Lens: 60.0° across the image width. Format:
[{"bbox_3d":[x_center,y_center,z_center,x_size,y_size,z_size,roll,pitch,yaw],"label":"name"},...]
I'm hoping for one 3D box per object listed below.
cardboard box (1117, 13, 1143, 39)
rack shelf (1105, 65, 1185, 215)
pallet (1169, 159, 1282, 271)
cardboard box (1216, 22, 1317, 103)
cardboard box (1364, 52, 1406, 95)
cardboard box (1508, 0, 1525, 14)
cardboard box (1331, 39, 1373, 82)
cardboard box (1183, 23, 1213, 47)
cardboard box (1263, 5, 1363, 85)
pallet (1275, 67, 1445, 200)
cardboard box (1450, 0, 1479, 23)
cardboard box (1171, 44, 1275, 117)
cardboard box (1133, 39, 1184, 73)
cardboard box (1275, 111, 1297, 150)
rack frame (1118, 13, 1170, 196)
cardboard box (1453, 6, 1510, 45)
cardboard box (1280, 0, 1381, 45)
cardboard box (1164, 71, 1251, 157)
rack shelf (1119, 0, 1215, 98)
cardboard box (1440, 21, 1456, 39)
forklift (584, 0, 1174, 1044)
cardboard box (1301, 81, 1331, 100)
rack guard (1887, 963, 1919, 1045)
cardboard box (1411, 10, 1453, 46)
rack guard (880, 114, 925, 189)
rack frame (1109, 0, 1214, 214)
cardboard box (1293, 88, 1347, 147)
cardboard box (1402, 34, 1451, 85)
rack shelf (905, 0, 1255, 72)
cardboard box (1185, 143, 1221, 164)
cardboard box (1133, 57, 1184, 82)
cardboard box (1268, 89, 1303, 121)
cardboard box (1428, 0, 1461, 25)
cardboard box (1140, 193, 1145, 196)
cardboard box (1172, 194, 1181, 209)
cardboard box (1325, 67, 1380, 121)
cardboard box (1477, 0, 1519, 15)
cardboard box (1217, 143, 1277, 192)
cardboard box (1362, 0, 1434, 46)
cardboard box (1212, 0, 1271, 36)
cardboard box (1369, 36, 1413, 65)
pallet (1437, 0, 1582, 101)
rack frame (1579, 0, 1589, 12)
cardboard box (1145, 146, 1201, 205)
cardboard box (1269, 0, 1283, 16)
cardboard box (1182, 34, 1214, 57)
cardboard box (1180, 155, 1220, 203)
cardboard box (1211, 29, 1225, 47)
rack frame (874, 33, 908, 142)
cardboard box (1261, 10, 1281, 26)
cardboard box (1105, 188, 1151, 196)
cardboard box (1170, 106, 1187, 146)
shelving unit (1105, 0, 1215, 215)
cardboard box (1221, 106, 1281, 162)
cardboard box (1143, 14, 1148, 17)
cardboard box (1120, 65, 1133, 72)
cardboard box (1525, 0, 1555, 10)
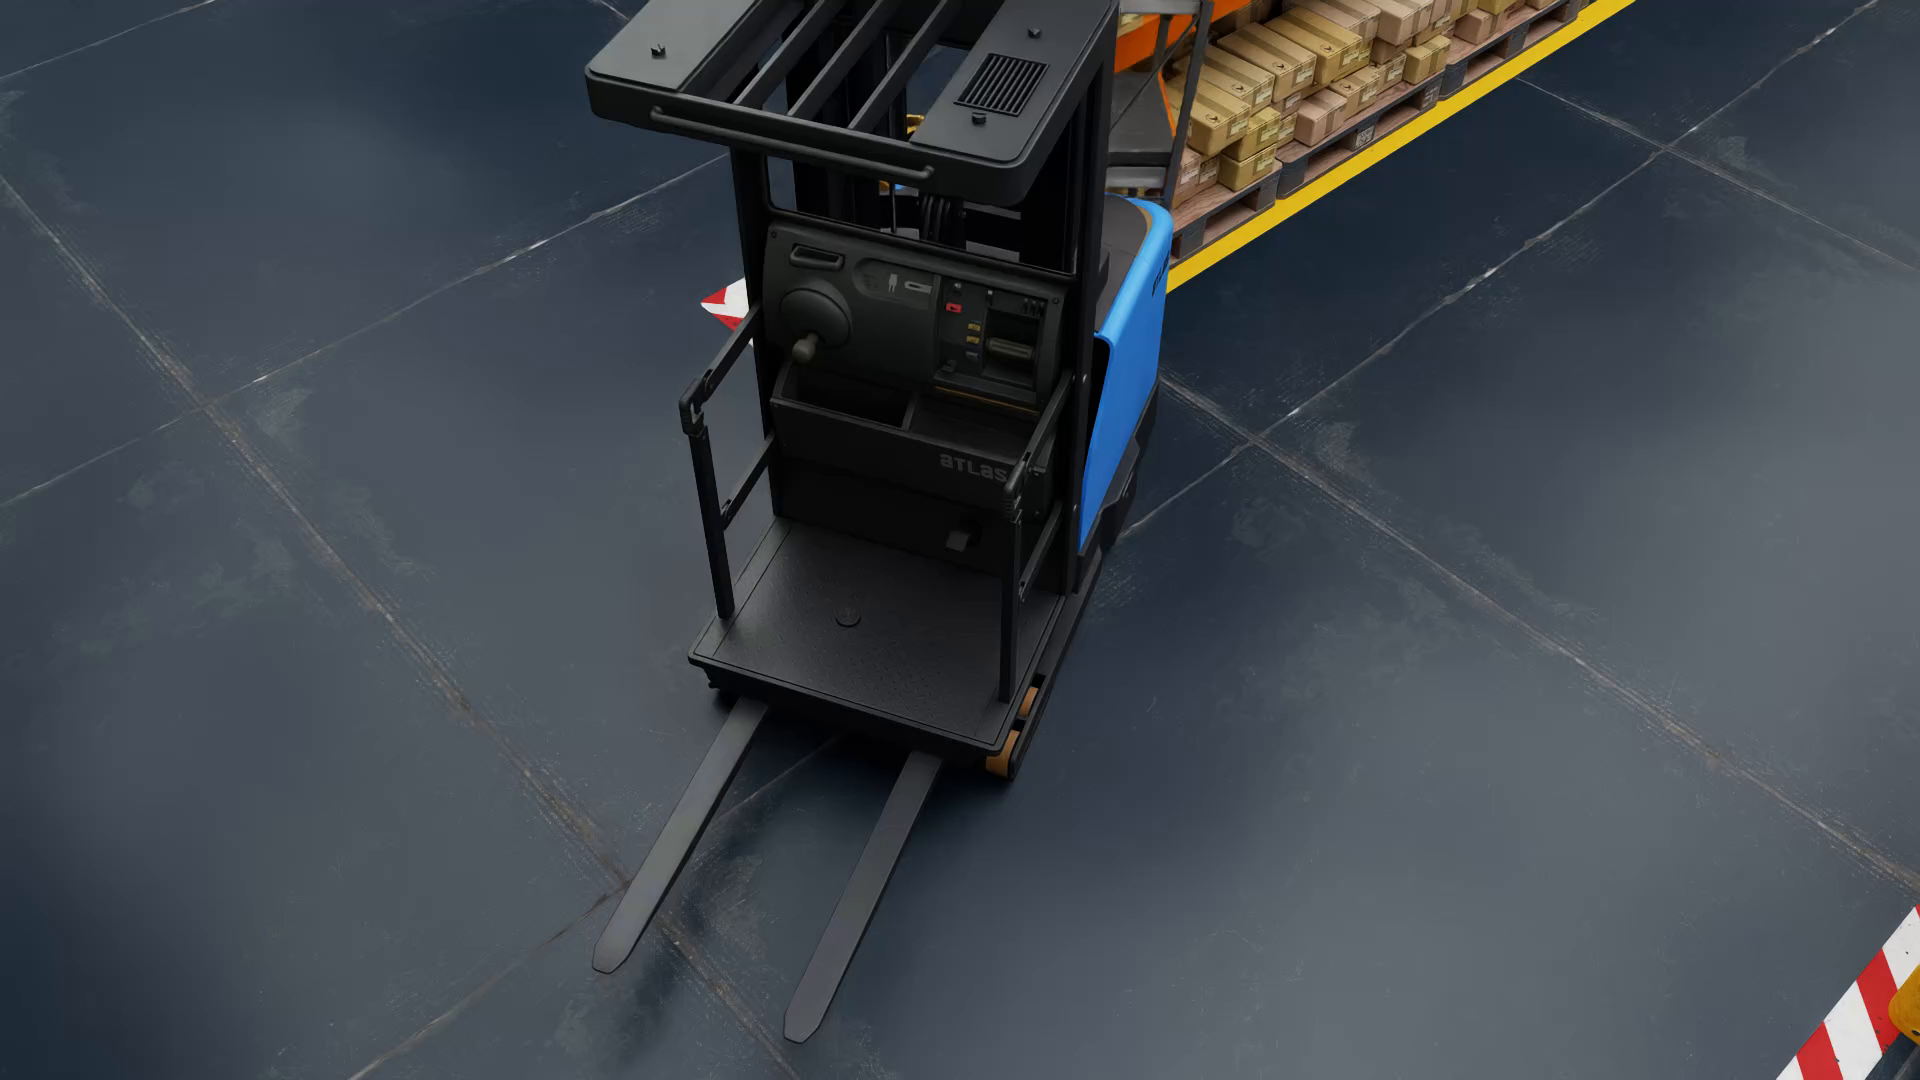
[{"bbox_3d":[0.470,-2.024,6.248,0.250,0.149,0.380,-34,56,-27],"label":"cardboard box"},{"bbox_3d":[0.539,-1.389,6.090,0.431,0.518,0.480,-1,50,-6],"label":"rack shelf"},{"bbox_3d":[0.691,-1.602,7.585,1.213,0.211,1.003,-34,56,-27],"label":"pallet"},{"bbox_3d":[1.361,-2.136,7.429,0.250,0.149,0.380,-32,55,-26],"label":"cardboard box"},{"bbox_3d":[1.904,-2.298,7.983,0.250,0.149,0.380,-33,55,-27],"label":"cardboard box"},{"bbox_3d":[2.660,-2.819,8.464,0.250,0.149,0.380,-32,55,-26],"label":"cardboard box"},{"bbox_3d":[1.707,-2.333,7.813,0.250,0.149,0.380,-31,55,-26],"label":"cardboard box"},{"bbox_3d":[0.957,-2.451,7.720,0.250,0.149,0.380,-32,55,-26],"label":"cardboard box"},{"bbox_3d":[1.586,-2.241,7.526,0.250,0.149,0.380,-33,55,-27],"label":"cardboard box"},{"bbox_3d":[1.593,-2.202,8.138,1.213,0.211,1.003,-34,56,-27],"label":"pallet"},{"bbox_3d":[2.320,-2.700,8.152,0.250,0.149,0.380,-33,55,-27],"label":"cardboard box"},{"bbox_3d":[1.149,-2.004,7.307,0.380,0.149,0.250,36,57,29],"label":"cardboard box"},{"bbox_3d":[0.796,-2.288,7.570,0.250,0.149,0.380,-36,57,-28],"label":"cardboard box"},{"bbox_3d":[1.318,-1.933,7.647,0.250,0.149,0.380,-34,56,-27],"label":"cardboard box"},{"bbox_3d":[0.521,-1.585,6.235,0.400,2.100,0.015,-1,50,-6],"label":"rack frame"},{"bbox_3d":[2.508,-2.653,8.311,0.250,0.149,0.380,-36,57,-28],"label":"cardboard box"},{"bbox_3d":[1.708,-2.417,7.689,0.250,0.149,0.380,-34,56,-27],"label":"cardboard box"},{"bbox_3d":[1.022,-1.836,7.152,0.250,0.149,0.380,-34,56,-27],"label":"cardboard box"},{"bbox_3d":[0.588,-1.837,5.555,0.431,0.518,0.480,-1,50,-6],"label":"rack shelf"},{"bbox_3d":[2.231,-2.589,8.252,0.250,0.149,0.380,-35,56,-28],"label":"cardboard box"},{"bbox_3d":[-0.221,-0.561,4.773,1.130,2.935,3.031,15,49,14],"label":"forklift"},{"bbox_3d":[1.500,-2.205,7.695,0.250,0.149,0.380,-31,54,-25],"label":"cardboard box"},{"bbox_3d":[3.254,1.479,4.545,0.348,0.500,1.175,-34,56,-27],"label":"rack guard"},{"bbox_3d":[2.145,-2.563,8.026,0.250,0.149,0.380,-32,55,-26],"label":"cardboard box"},{"bbox_3d":[0.066,-1.318,7.126,0.348,0.500,1.175,-34,56,-27],"label":"rack guard"},{"bbox_3d":[0.558,-1.210,5.924,0.400,2.100,0.015,-1,50,-6],"label":"rack frame"},{"bbox_3d":[1.561,-2.009,7.717,0.380,0.149,0.250,36,57,29],"label":"cardboard box"},{"bbox_3d":[2.143,-2.390,8.068,0.250,0.149,0.380,-34,56,-27],"label":"cardboard box"},{"bbox_3d":[1.489,-2.873,7.349,4.000,0.370,1.077,-34,56,-27],"label":"rack shelf"},{"bbox_3d":[0.932,-1.797,7.319,0.250,0.149,0.380,-33,55,-27],"label":"cardboard box"},{"bbox_3d":[0.860,-2.155,7.649,0.250,0.149,0.380,-34,56,-28],"label":"cardboard box"},{"bbox_3d":[1.327,-2.048,7.550,0.380,0.149,0.250,36,57,29],"label":"cardboard box"},{"bbox_3d":[2.157,-2.620,7.876,0.380,0.149,0.250,36,57,29],"label":"cardboard box"},{"bbox_3d":[0.570,-1.524,7.067,0.250,0.149,0.380,-32,55,-26],"label":"cardboard box"},{"bbox_3d":[0.751,-1.562,7.305,0.250,0.149,0.380,-34,56,-27],"label":"cardboard box"},{"bbox_3d":[1.748,-2.160,7.856,0.250,0.149,0.380,-34,56,-27],"label":"cardboard box"},{"bbox_3d":[2.572,-2.771,8.217,0.250,0.149,0.380,-36,57,-28],"label":"cardboard box"},{"bbox_3d":[1.193,-1.756,7.483,0.250,0.149,0.380,-33,55,-27],"label":"cardboard box"},{"bbox_3d":[1.966,-2.480,7.747,0.250,0.149,0.380,-36,57,-28],"label":"cardboard box"},{"bbox_3d":[1.227,-2.521,7.785,0.250,0.149,0.380,-36,57,-28],"label":"cardboard box"},{"bbox_3d":[1.933,-2.442,7.914,0.380,0.149,0.250,36,57,29],"label":"cardboard box"},{"bbox_3d":[2.496,-2.808,8.698,1.213,0.211,1.003,-34,56,-27],"label":"pallet"},{"bbox_3d":[2.969,-4.105,7.997,0.127,3.000,1.000,-34,56,-27],"label":"rack frame"},{"bbox_3d":[0.811,-1.628,7.163,0.250,0.149,0.380,-34,56,-27],"label":"cardboard box"},{"bbox_3d":[1.402,-2.666,7.918,0.250,0.149,0.380,-33,56,-27],"label":"cardboard box"},{"bbox_3d":[0.966,-2.341,7.821,0.250,0.149,0.380,-33,55,-27],"label":"cardboard box"},{"bbox_3d":[0.930,-1.689,7.421,0.250,0.149,0.380,-33,55,-27],"label":"cardboard box"},{"bbox_3d":[1.168,-2.458,7.929,0.250,0.149,0.380,-31,55,-25],"label":"cardboard box"},{"bbox_3d":[0.010,-2.128,6.172,0.127,3.000,1.000,-34,56,-27],"label":"rack frame"},{"bbox_3d":[1.353,-2.609,8.068,0.250,0.149,0.380,-33,55,-27],"label":"cardboard box"},{"bbox_3d":[0.626,-1.579,6.916,0.250,0.149,0.380,-36,57,-29],"label":"cardboard box"},{"bbox_3d":[0.749,-1.781,7.102,0.250,0.149,0.380,-33,55,-27],"label":"cardboard box"},{"bbox_3d":[0.540,-1.397,6.079,0.431,2.100,0.503,-1,50,-6],"label":"shelving unit"},{"bbox_3d":[1.195,-1.865,7.382,0.250,0.149,0.380,-32,55,-26],"label":"cardboard box"},{"bbox_3d":[0.630,-2.173,6.385,0.250,0.149,0.380,-32,55,-26],"label":"cardboard box"},{"bbox_3d":[0.562,-2.195,7.483,0.250,0.149,0.380,-35,56,-28],"label":"cardboard box"},{"bbox_3d":[2.908,-2.902,8.541,0.250,0.149,0.380,-33,55,-27],"label":"cardboard box"}]
